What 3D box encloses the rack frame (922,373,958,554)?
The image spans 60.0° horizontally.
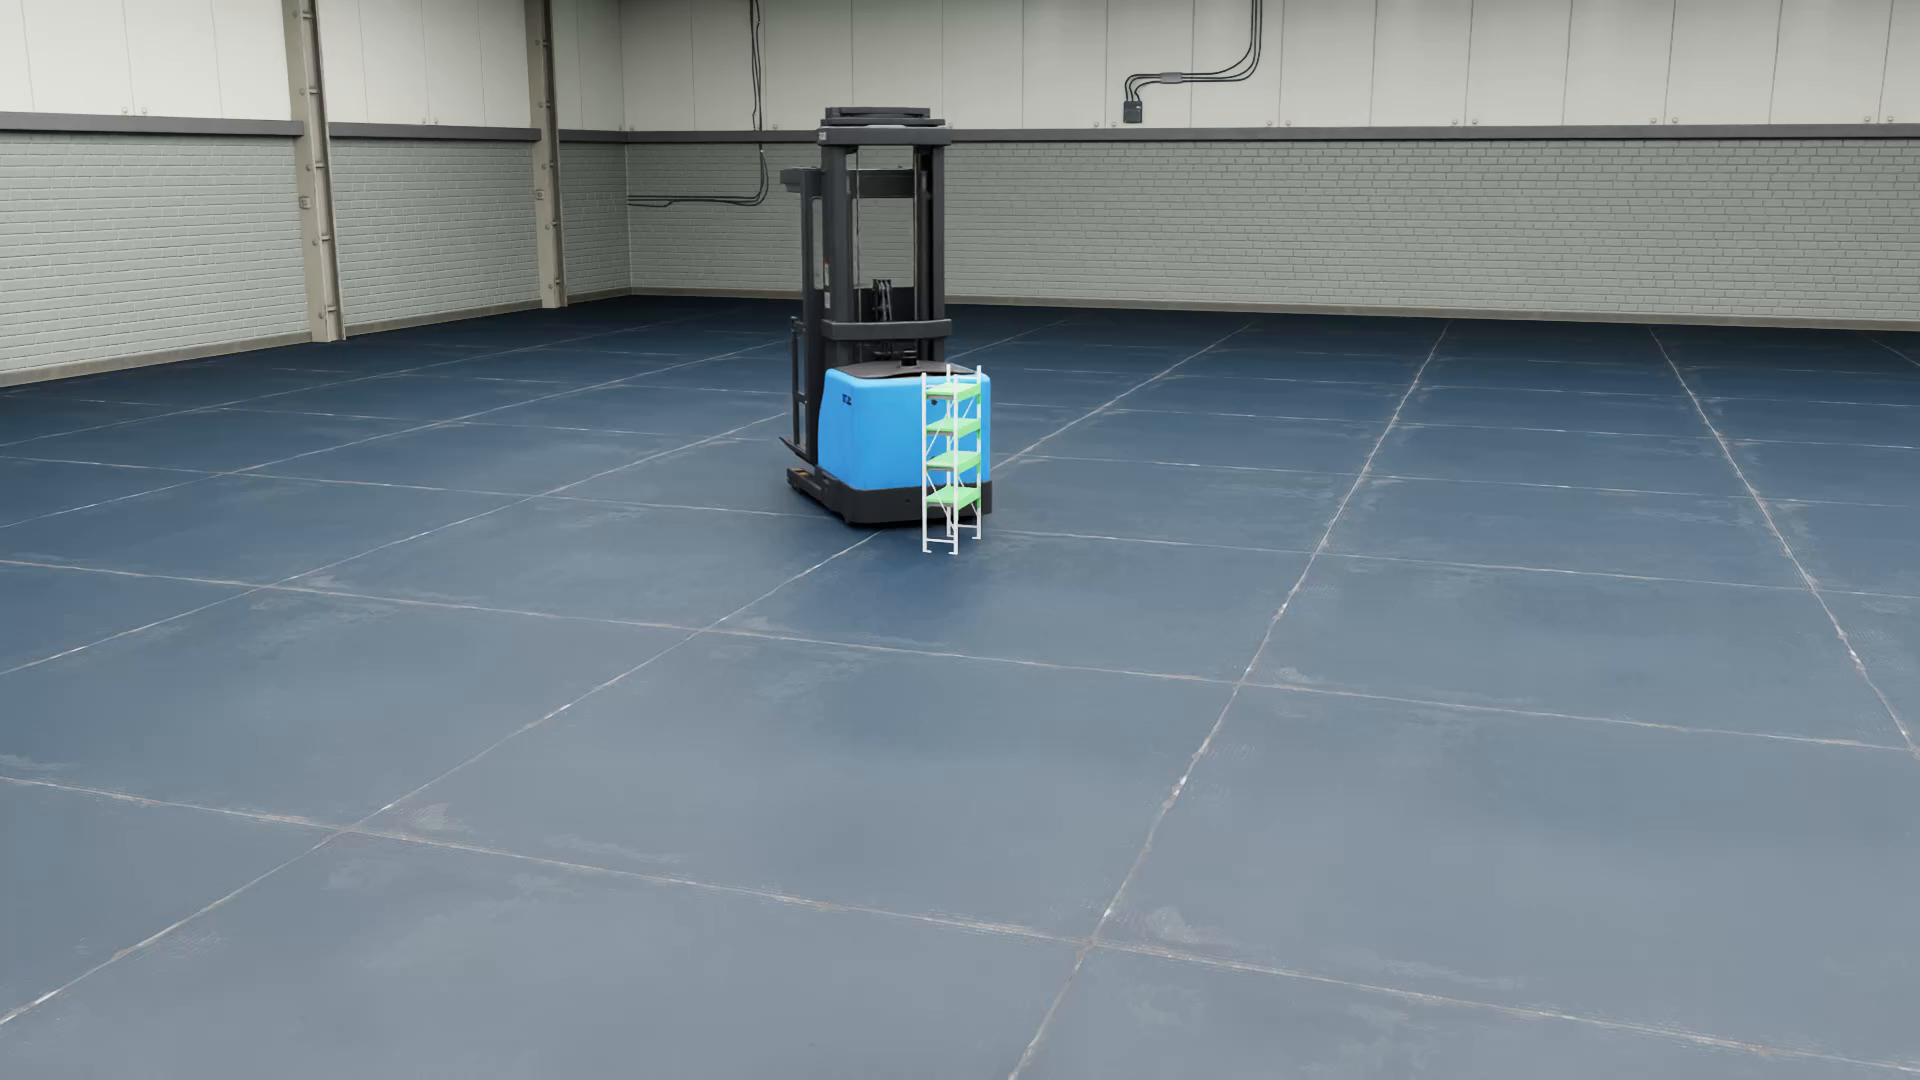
[{"bbox_3d":[-0.133,-0.499,10.977,0.240,1.200,0.015,4,14,18],"label":"rack frame"}]

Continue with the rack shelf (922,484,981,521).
[{"bbox_3d":[-0.054,-0.254,11.269,0.258,0.148,0.480,4,14,18],"label":"rack shelf"}]

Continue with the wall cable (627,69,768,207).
[{"bbox_3d":[-5.059,-7.571,31.413,3.097,2.526,0.112,4,14,18],"label":"wall cable"}]

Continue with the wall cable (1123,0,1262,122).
[{"bbox_3d":[3.918,-10.056,27.680,2.305,6.003,0.169,4,14,18],"label":"wall cable"}]

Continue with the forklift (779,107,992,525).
[{"bbox_3d":[-0.742,-1.824,12.892,1.130,2.935,3.031,-5,14,-19],"label":"forklift"}]

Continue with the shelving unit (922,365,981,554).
[{"bbox_3d":[-0.054,-0.550,11.202,0.258,1.200,0.503,4,14,18],"label":"shelving unit"}]

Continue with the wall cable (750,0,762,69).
[{"bbox_3d":[-2.499,-9.838,29.997,3.097,2.526,0.112,4,14,18],"label":"wall cable"}]

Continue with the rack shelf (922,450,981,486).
[{"bbox_3d":[-0.054,-0.488,11.216,0.258,0.148,0.480,4,14,18],"label":"rack shelf"}]

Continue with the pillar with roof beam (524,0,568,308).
[{"bbox_3d":[-3.190,-8.250,27.409,9.100,9.000,0.400,4,14,18],"label":"pillar with roof beam"}]

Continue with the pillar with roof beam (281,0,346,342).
[{"bbox_3d":[-5.131,-6.986,21.874,9.100,9.000,0.400,4,14,18],"label":"pillar with roof beam"}]

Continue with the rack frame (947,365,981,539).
[{"bbox_3d":[0.025,-0.601,11.427,0.240,1.200,0.015,4,14,18],"label":"rack frame"}]

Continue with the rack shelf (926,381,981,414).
[{"bbox_3d":[-0.054,-0.956,11.109,0.258,0.148,0.480,4,14,18],"label":"rack shelf"}]

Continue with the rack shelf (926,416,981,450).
[{"bbox_3d":[-0.054,-0.722,11.163,0.258,0.148,0.480,4,14,18],"label":"rack shelf"}]
